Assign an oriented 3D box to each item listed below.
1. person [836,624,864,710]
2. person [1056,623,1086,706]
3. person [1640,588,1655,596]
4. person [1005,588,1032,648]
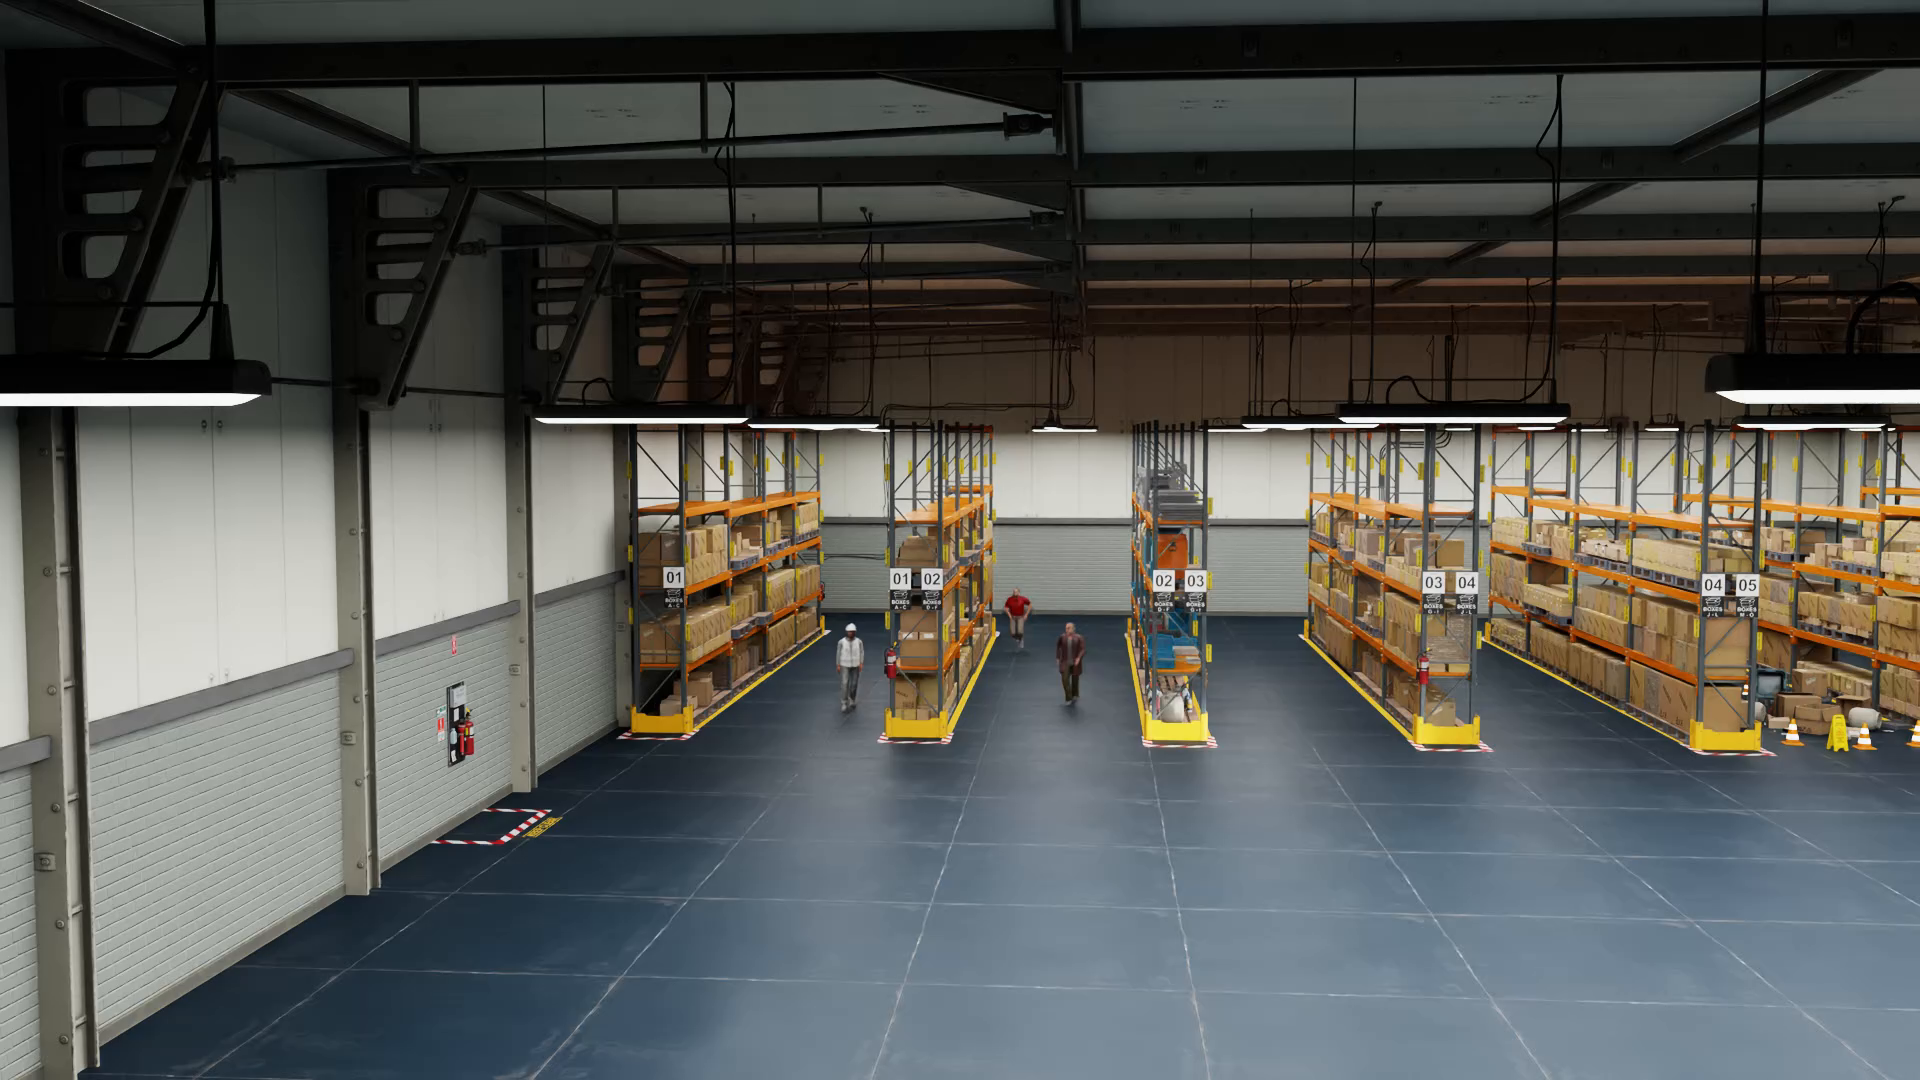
[{"bbox_3d":[-2.277,2.635,34.727,0.576,1.748,0.809,-1,4,-15],"label":"person"},{"bbox_3d":[2.359,2.716,35.446,0.675,1.738,0.879,1,4,13],"label":"person"},{"bbox_3d":[20.050,1.754,48.481,0.605,1.778,0.534,-1,4,-13],"label":"person"},{"bbox_3d":[1.531,2.045,43.700,0.709,1.598,0.734,1,4,12],"label":"person"}]
